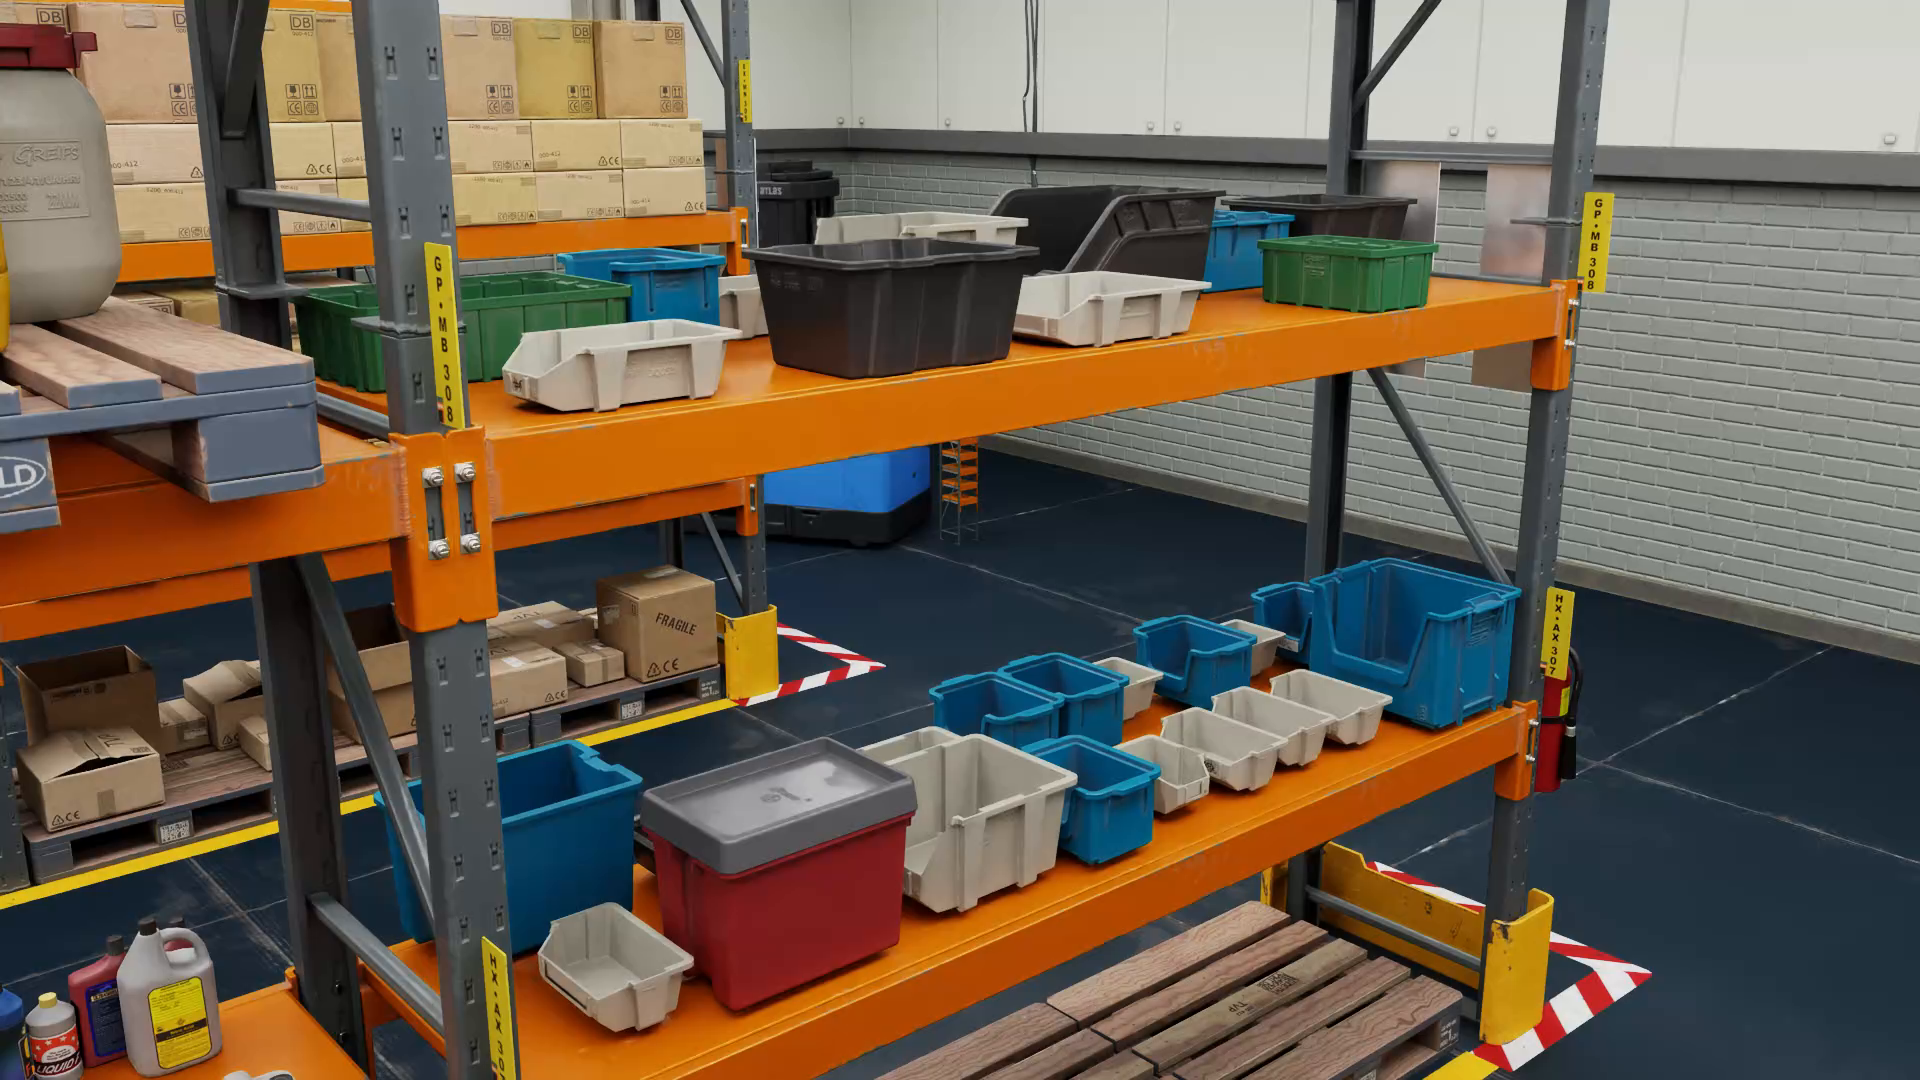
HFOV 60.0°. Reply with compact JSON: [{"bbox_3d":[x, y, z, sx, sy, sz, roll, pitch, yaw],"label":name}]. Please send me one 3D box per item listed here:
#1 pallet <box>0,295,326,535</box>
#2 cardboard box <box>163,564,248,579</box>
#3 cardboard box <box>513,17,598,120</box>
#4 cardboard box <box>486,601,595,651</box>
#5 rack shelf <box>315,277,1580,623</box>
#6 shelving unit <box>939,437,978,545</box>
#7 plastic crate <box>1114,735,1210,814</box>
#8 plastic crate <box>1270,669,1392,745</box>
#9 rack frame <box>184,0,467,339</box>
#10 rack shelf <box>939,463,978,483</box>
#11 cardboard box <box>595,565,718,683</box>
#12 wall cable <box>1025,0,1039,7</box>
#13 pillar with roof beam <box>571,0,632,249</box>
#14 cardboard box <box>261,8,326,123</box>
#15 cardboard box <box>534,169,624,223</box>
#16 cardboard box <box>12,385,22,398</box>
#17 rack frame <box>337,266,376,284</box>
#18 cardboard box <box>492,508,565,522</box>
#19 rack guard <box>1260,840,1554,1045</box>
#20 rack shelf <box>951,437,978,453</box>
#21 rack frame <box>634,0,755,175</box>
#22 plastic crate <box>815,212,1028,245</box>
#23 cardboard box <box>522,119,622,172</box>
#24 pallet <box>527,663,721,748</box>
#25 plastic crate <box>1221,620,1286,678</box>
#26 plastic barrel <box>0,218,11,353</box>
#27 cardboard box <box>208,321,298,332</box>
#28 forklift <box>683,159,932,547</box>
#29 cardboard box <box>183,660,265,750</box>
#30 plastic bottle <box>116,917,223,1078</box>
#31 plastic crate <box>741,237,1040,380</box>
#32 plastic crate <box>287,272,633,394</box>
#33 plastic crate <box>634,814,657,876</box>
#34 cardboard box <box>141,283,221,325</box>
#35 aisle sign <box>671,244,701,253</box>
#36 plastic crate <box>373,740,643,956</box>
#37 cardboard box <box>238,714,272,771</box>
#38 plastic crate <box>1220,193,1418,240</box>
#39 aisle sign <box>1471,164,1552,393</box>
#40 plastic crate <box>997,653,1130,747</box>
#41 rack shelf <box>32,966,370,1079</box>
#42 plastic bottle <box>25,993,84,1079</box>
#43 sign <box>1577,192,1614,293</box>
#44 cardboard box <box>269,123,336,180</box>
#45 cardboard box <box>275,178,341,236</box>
[{"bbox_3d":[-1.806,-0.223,2.827,1.003,0.211,1.213,-13,19,-39],"label":"pallet"},{"bbox_3d":[-3.580,-0.151,7.809,0.500,0.500,0.500,-12,19,-38],"label":"cardboard box"},{"bbox_3d":[-2.320,-2.482,8.785,0.500,0.500,0.700,-13,19,-39],"label":"cardboard box"},{"bbox_3d":[-2.484,0.578,9.750,0.500,0.250,0.500,-13,19,-39],"label":"cardboard box"},{"bbox_3d":[0.230,-0.458,4.732,4.000,0.370,1.077,-13,19,-39],"label":"rack shelf"},{"bbox_3d":[-0.011,-0.577,13.086,0.189,1.200,0.258,-13,19,-39],"label":"shelving unit"},{"bbox_3d":[0.609,0.729,5.103,0.250,0.136,0.298,-13,19,-39],"label":"plastic crate"},{"bbox_3d":[1.242,0.577,5.672,0.243,0.136,0.396,-13,19,-39],"label":"plastic crate"},{"bbox_3d":[-1.279,-1.915,2.984,0.127,3.000,1.000,-13,19,-39],"label":"rack frame"},{"bbox_3d":[-0.011,-0.534,13.097,0.180,0.103,0.258,-13,19,-39],"label":"rack shelf"},{"bbox_3d":[-1.759,0.476,9.649,0.500,0.500,0.500,-13,19,-39],"label":"cardboard box"},{"bbox_3d":[1.512,-5.824,13.845,0.112,2.526,3.097,-13,19,-39],"label":"wall cable"},{"bbox_3d":[-0.470,-4.309,11.946,0.400,9.000,9.100,-13,19,-39],"label":"pillar with roof beam"},{"bbox_3d":[-3.343,-2.195,7.713,0.500,0.500,0.700,-13,19,-39],"label":"cardboard box"},{"bbox_3d":[-2.109,-1.815,8.712,0.500,0.250,0.500,-13,19,-39],"label":"cardboard box"},{"bbox_3d":[-3.988,-0.538,7.322,0.500,0.500,0.500,-12,19,-38],"label":"cardboard box"},{"bbox_3d":[-4.765,-1.623,13.515,0.127,3.000,1.000,-13,19,-39],"label":"rack frame"},{"bbox_3d":[-2.439,-0.407,8.768,0.500,0.500,0.500,-12,19,-39],"label":"cardboard box"},{"bbox_3d":[1.748,1.506,6.642,0.348,0.500,1.175,-13,19,-39],"label":"rack guard"},{"bbox_3d":[-0.011,-0.766,13.035,0.180,0.103,0.258,-13,19,-39],"label":"rack shelf"},{"bbox_3d":[-1.510,-3.558,9.133,0.127,3.000,1.000,-13,19,-39],"label":"rack frame"},{"bbox_3d":[-0.136,-0.771,4.742,0.530,0.282,0.437,-13,19,-39],"label":"plastic crate"},{"bbox_3d":[-2.108,-2.056,8.646,0.500,0.250,0.500,-13,19,-39],"label":"cardboard box"},{"bbox_3d":[-2.169,0.836,9.712,1.213,0.211,1.003,-13,19,-39],"label":"pallet"},{"bbox_3d":[1.040,0.420,6.261,0.298,0.136,0.250,-13,19,-39],"label":"plastic crate"},{"bbox_3d":[-1.834,-0.566,2.565,0.600,0.588,0.600,0,15,0],"label":"plastic barrel"},{"bbox_3d":[-3.551,-0.822,8.384,0.500,0.500,0.500,-12,19,-39],"label":"cardboard box"},{"bbox_3d":[-1.808,-1.571,13.453,3.031,2.935,1.130,5,16,19],"label":"forklift"},{"bbox_3d":[-3.719,0.826,8.704,0.500,0.311,0.500,-13,19,-39],"label":"cardboard box"},{"bbox_3d":[-1.788,1.010,3.751,0.185,0.351,0.144,-13,19,-39],"label":"plastic bottle"},{"bbox_3d":[-0.162,-0.560,3.975,0.590,0.269,0.497,-13,19,-39],"label":"plastic crate"},{"bbox_3d":[-1.158,-0.495,3.887,0.662,0.188,0.450,-13,19,-39],"label":"plastic crate"},{"bbox_3d":[-0.611,0.845,4.691,0.590,0.125,0.437,-13,19,-39],"label":"plastic crate"},{"bbox_3d":[-5.685,-1.555,12.676,0.700,0.700,0.980,-13,20,-40],"label":"cardboard box"},{"bbox_3d":[-1.652,-1.984,9.829,0.004,0.787,0.394,-13,19,-39],"label":"aisle sign"},{"bbox_3d":[-1.151,0.816,4.297,0.575,0.384,0.392,-13,19,-39],"label":"plastic crate"},{"bbox_3d":[-3.423,0.997,8.344,0.250,0.166,0.380,-13,19,-39],"label":"cardboard box"},{"bbox_3d":[1.265,-1.070,5.883,0.590,0.269,0.497,-13,19,-39],"label":"plastic crate"},{"bbox_3d":[1.985,-0.906,5.791,0.004,0.787,0.394,-13,19,-39],"label":"aisle sign"},{"bbox_3d":[0.343,0.558,5.557,0.300,0.233,0.416,-13,19,-39],"label":"plastic crate"},{"bbox_3d":[-2.788,1.669,2.582,4.000,0.370,1.077,-13,19,-39],"label":"rack shelf"},{"bbox_3d":[-2.012,1.104,3.691,0.097,0.201,0.097,0,15,0],"label":"plastic bottle"},{"bbox_3d":[2.112,-0.989,5.530,0.005,0.325,0.100,-13,19,-39],"label":"sign"},{"bbox_3d":[-3.237,-1.802,7.692,0.500,0.250,0.500,-13,19,-39],"label":"cardboard box"},{"bbox_3d":[-3.241,-1.561,7.761,0.500,0.250,0.500,-13,19,-39],"label":"cardboard box"}]
